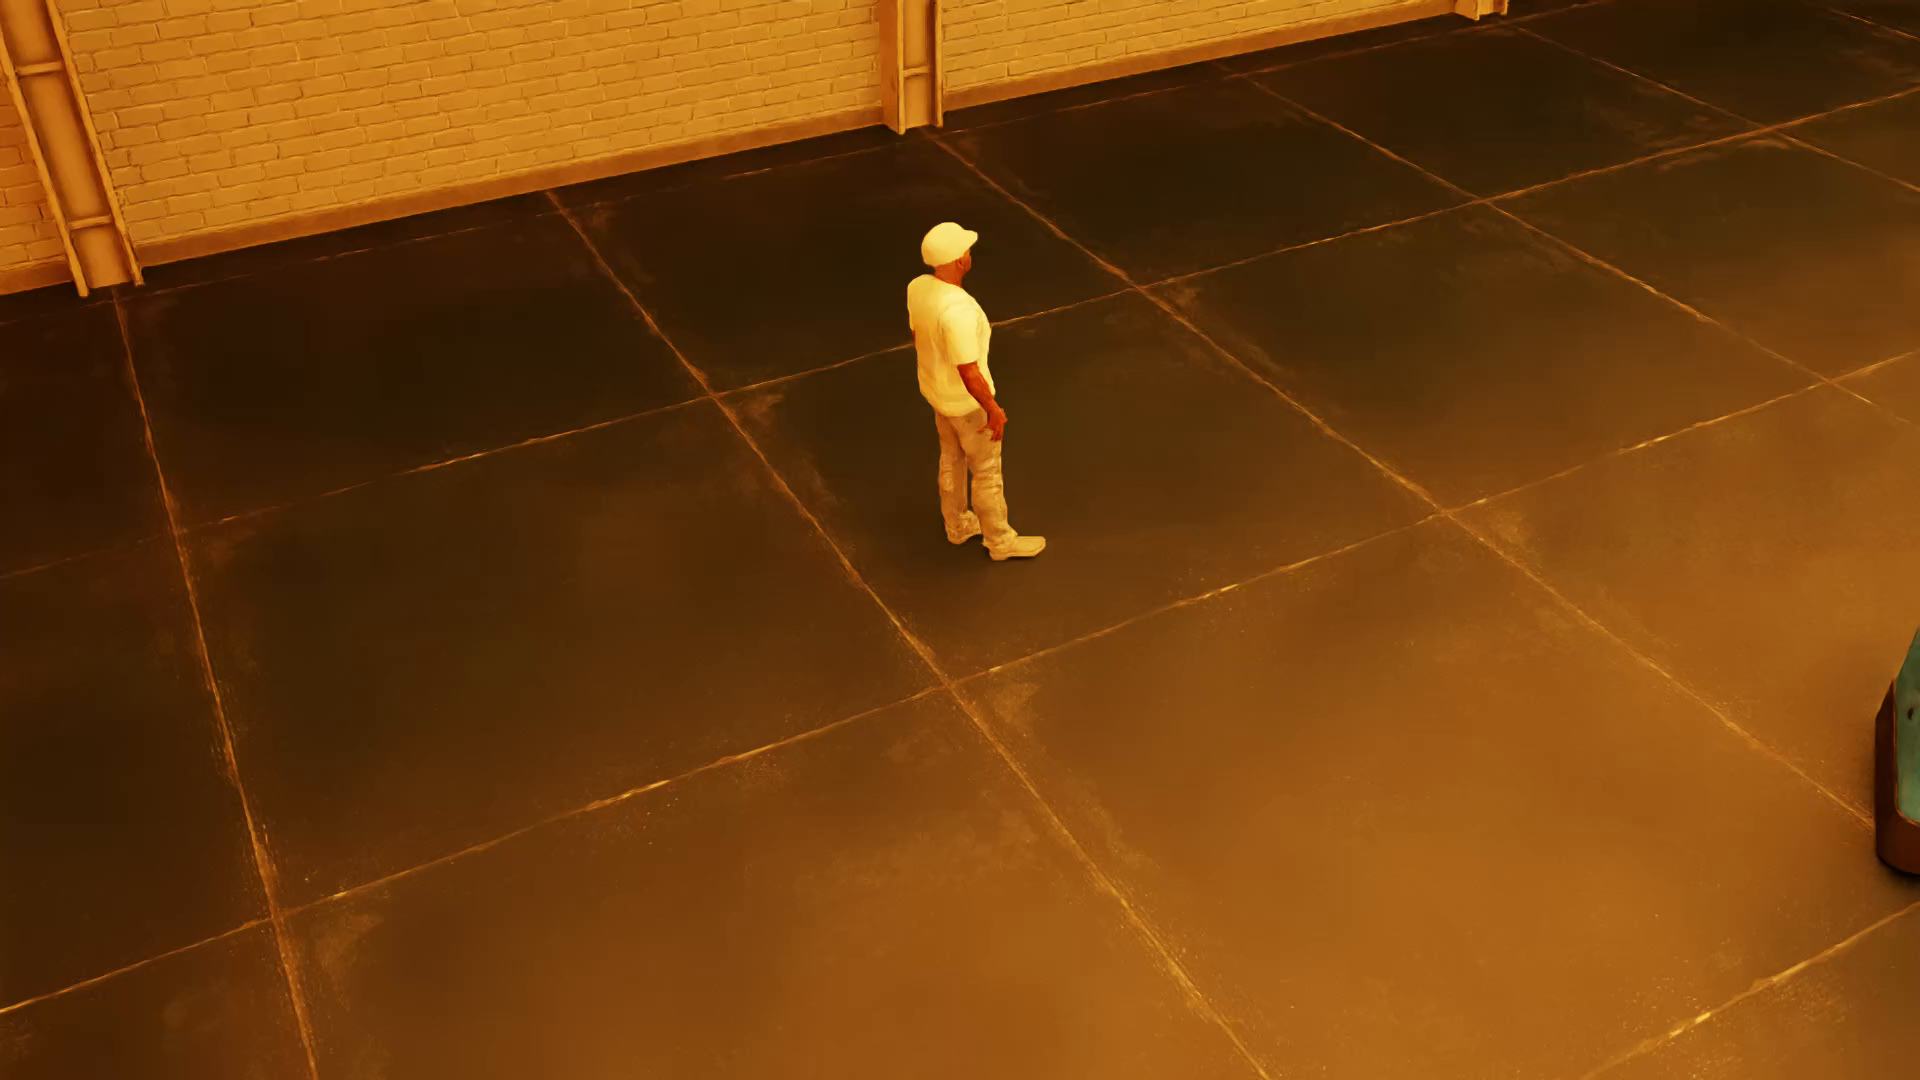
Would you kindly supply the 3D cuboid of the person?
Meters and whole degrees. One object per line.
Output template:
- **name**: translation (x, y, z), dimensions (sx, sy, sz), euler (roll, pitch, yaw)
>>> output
- **person**: translation (0.064, -0.743, 8.171), dimensions (0.576, 1.766, 0.665), euler (-17, 39, -23)

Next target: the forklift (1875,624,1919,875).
- **forklift**: translation (5.283, 0.247, 5.774), dimensions (3.031, 2.935, 1.130), euler (15, 38, 20)
